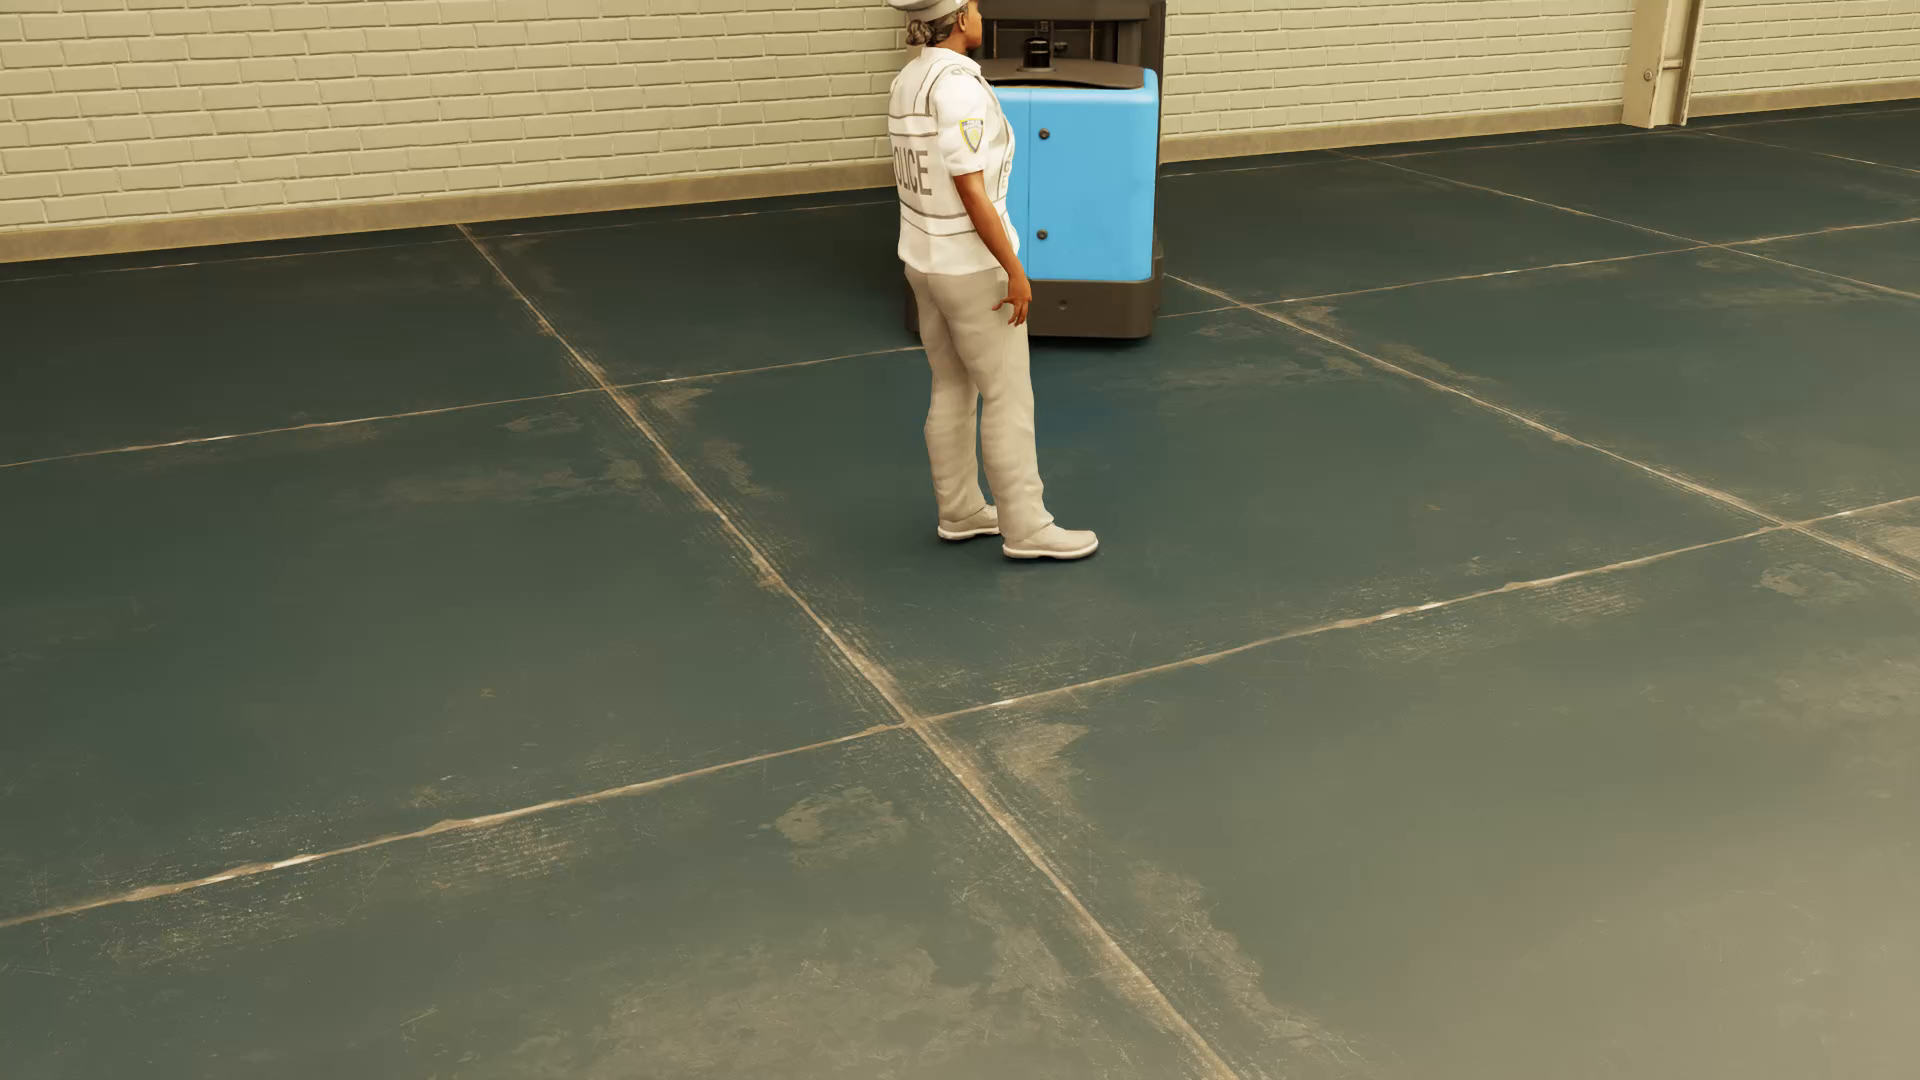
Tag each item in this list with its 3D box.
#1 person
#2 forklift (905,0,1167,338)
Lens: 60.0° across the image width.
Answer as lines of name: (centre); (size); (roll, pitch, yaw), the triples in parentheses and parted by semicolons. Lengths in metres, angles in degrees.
person: (0.077, -0.790, 4.794); (0.528, 1.685, 0.569); (-10, 25, -23)
forklift: (0.432, -2.723, 7.840); (1.130, 2.935, 3.031); (2, 23, 5)
